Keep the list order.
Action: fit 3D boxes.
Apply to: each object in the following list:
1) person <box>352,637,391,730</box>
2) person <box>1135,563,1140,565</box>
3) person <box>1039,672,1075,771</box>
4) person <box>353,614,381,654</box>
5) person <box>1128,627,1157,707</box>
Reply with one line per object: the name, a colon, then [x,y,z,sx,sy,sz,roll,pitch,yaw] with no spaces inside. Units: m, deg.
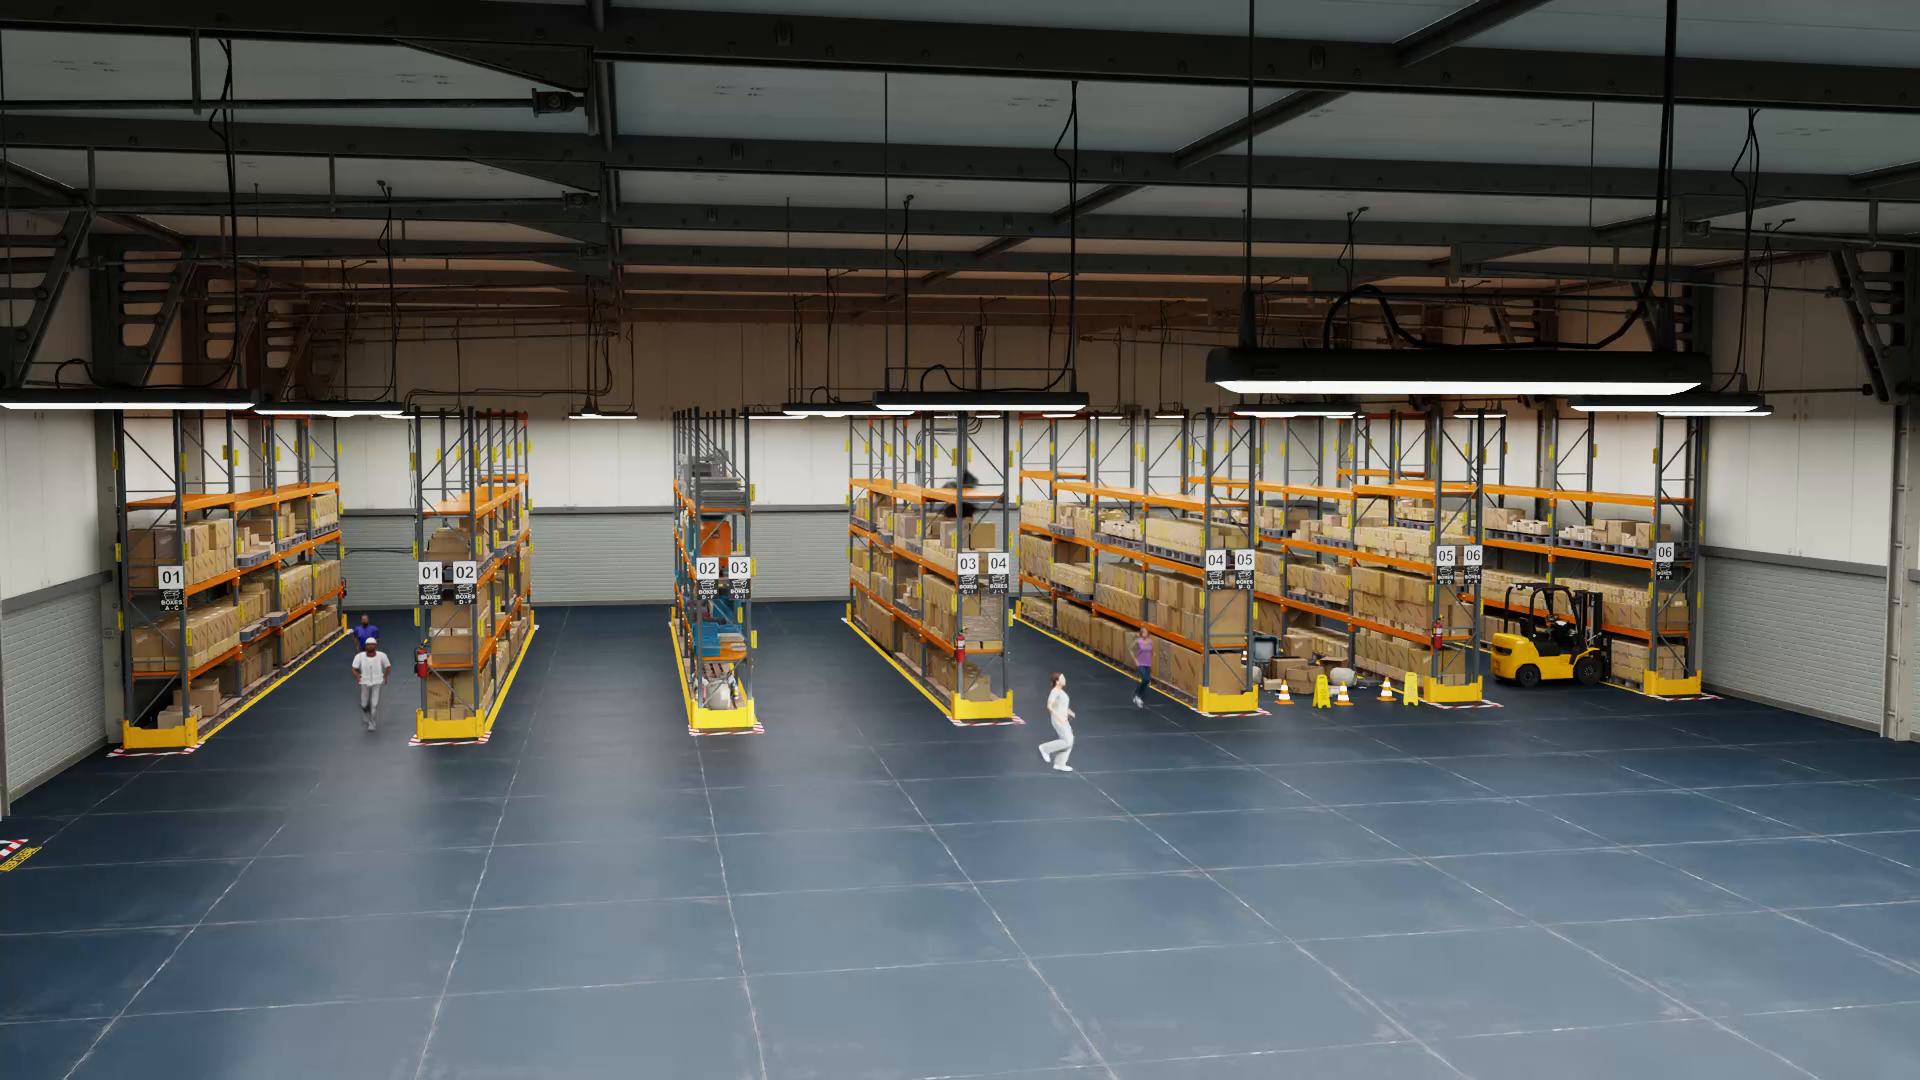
person: [-10.948,2.662,30.944,0.693,1.721,0.609,-1,4,-18]
person: [4.938,1.514,46.326,0.653,1.764,0.972,-2,5,-26]
person: [1.596,2.976,27.353,0.568,1.627,0.573,1,4,16]
person: [-12.503,2.410,35.098,0.562,1.675,0.867,-2,4,-22]
person: [3.680,2.531,33.170,0.510,1.597,0.651,-2,5,-26]
